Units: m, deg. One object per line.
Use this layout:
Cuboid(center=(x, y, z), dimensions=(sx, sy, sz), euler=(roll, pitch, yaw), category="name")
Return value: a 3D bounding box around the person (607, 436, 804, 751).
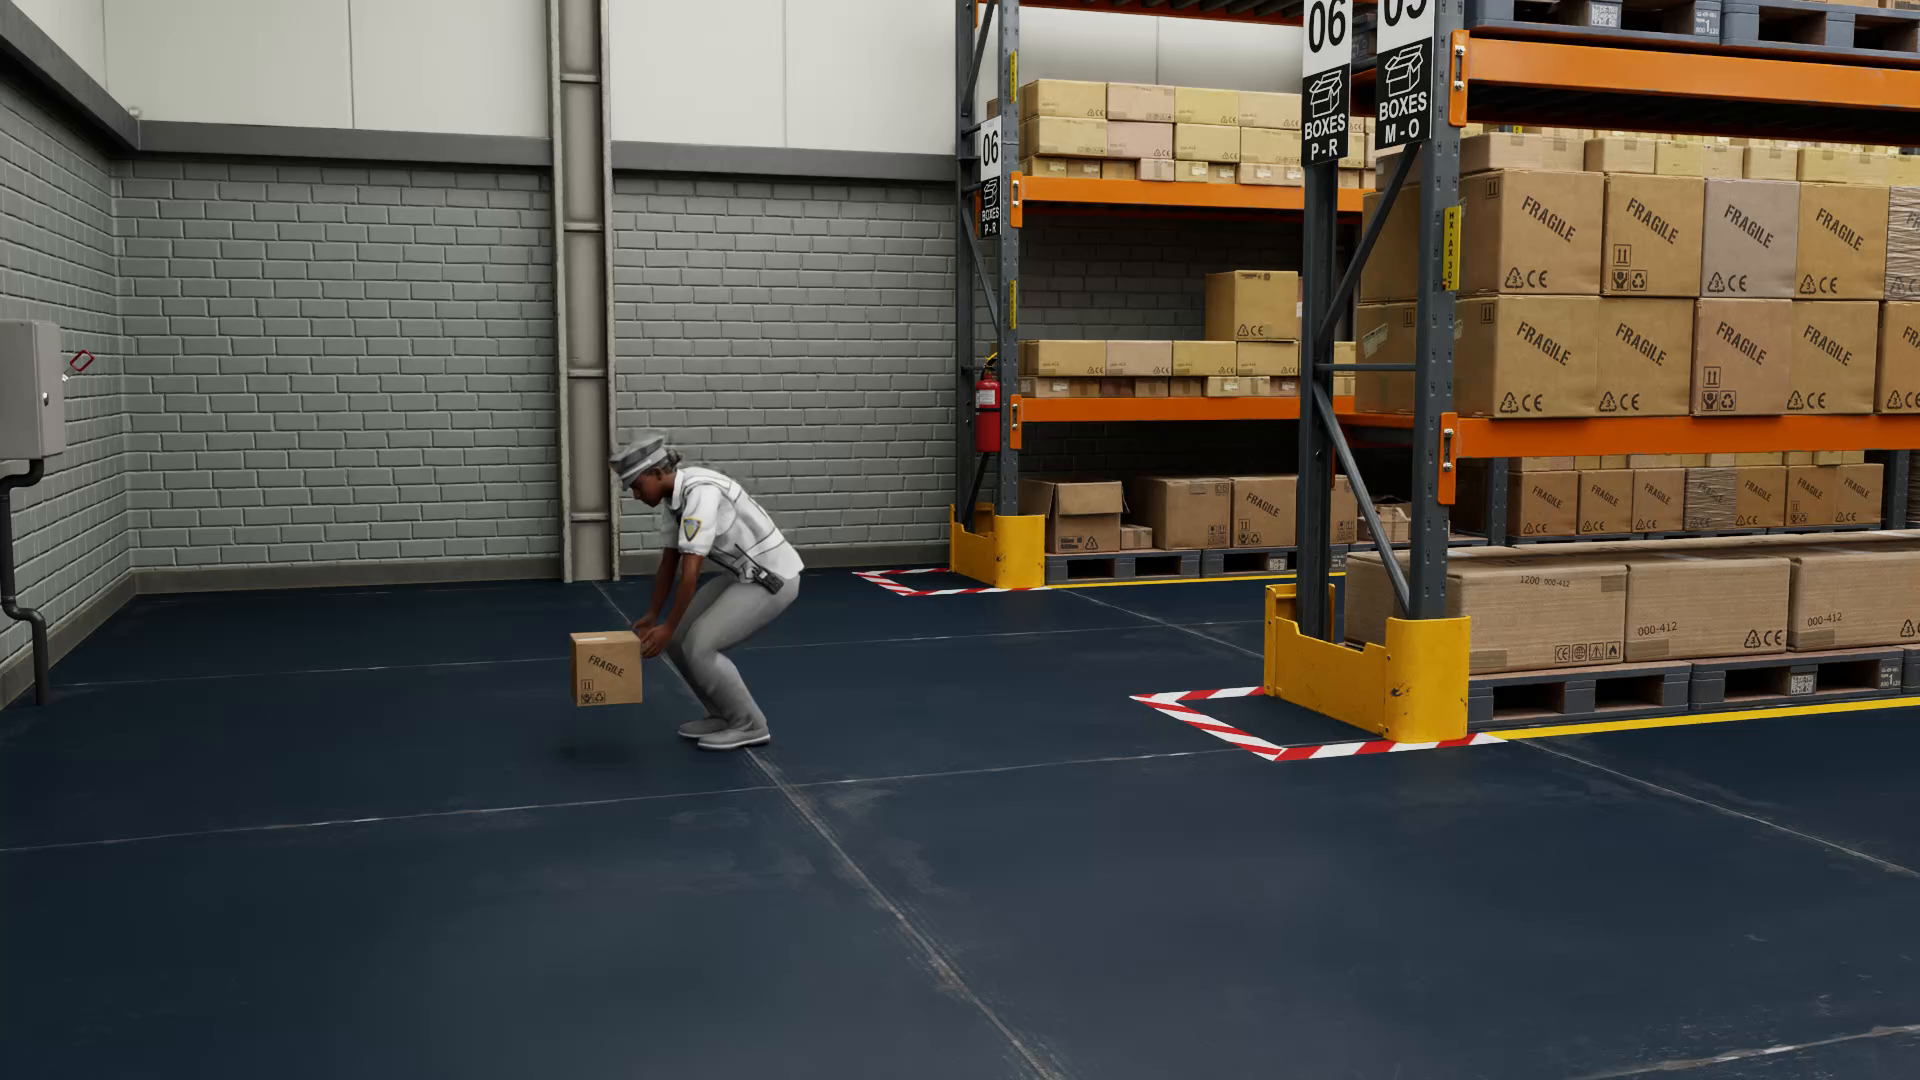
Cuboid(center=(-1.006, 0.205, 6.638), dimensions=(0.777, 1.249, 0.496), euler=(-2, 6, -19), category="person")
